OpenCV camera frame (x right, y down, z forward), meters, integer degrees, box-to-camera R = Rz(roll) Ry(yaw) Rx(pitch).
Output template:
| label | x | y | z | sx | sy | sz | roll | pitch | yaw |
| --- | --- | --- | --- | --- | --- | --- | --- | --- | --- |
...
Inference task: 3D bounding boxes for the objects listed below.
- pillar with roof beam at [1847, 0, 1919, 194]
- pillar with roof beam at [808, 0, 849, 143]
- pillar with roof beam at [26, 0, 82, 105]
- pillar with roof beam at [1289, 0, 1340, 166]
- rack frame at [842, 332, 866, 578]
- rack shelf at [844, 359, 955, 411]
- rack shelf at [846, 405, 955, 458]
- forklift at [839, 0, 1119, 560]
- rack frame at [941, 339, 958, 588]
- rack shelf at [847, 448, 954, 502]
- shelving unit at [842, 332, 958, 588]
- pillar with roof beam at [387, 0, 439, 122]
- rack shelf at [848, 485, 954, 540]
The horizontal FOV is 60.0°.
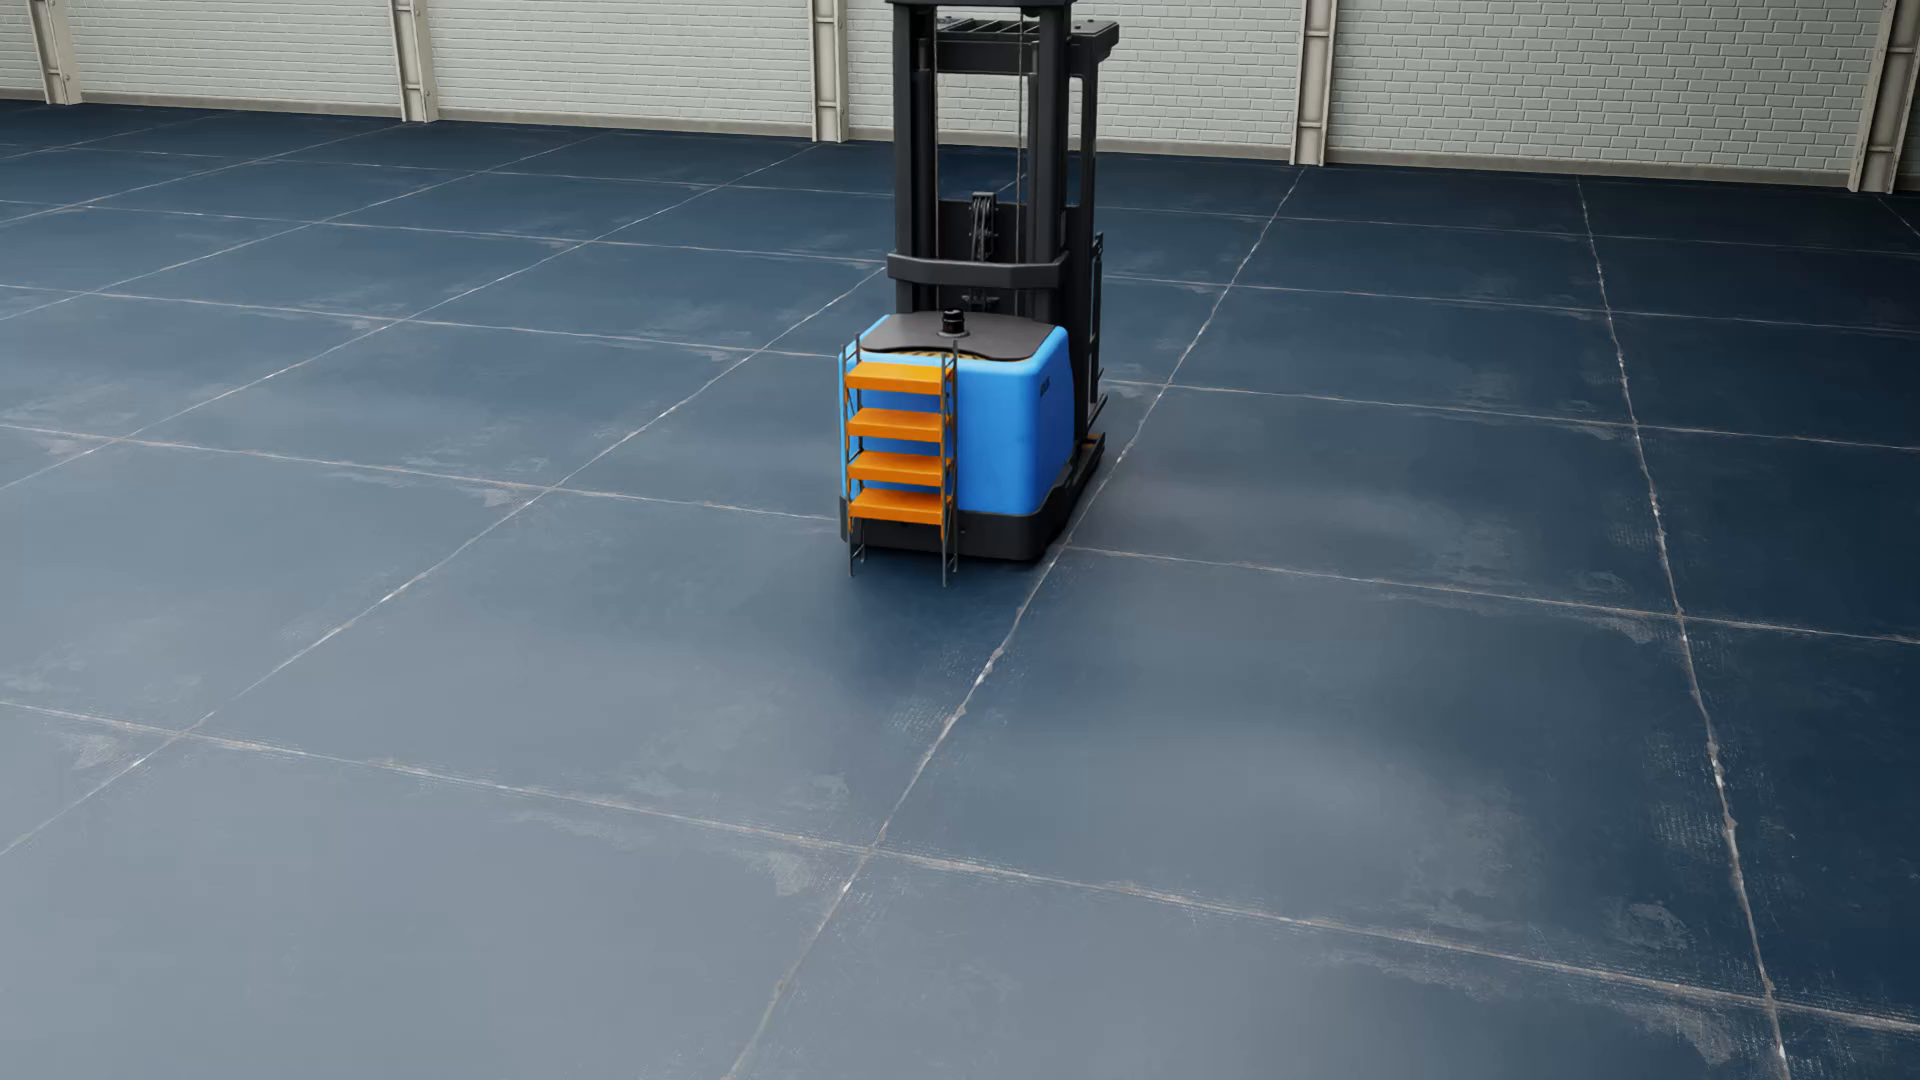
| label | x | y | z | sx | sy | sz | roll | pitch | yaw |
| --- | --- | --- | --- | --- | --- | --- | --- | --- | --- |
| pillar with roof beam | 8.601 | -6.384 | 12.475 | 0.400 | 9.000 | 9.100 | 7 | 23 | 16 |
| pillar with roof beam | -2.888 | -7.699 | 15.682 | 0.400 | 9.000 | 9.100 | 7 | 23 | 16 |
| pillar with roof beam | -14.376 | -9.015 | 18.889 | 0.400 | 9.000 | 9.100 | 7 | 23 | 16 |
| pillar with roof beam | 2.856 | -7.042 | 14.079 | 0.400 | 9.000 | 9.100 | 7 | 23 | 16 |
| rack frame | -0.521 | -0.407 | 8.179 | 0.015 | 1.200 | 0.240 | 6 | 23 | 13 |
| rack shelf | -0.286 | -0.747 | 7.971 | 0.480 | 0.148 | 0.258 | 6 | 23 | 13 |
| rack shelf | -0.285 | -0.528 | 8.062 | 0.480 | 0.148 | 0.258 | 6 | 23 | 13 |
| forklift | 0.244 | -1.785 | 9.259 | 1.130 | 2.935 | 3.031 | 6 | 23 | 13 |
| rack frame | -0.049 | -0.361 | 8.067 | 0.015 | 1.200 | 0.240 | 6 | 23 | 13 |
| rack shelf | -0.285 | -0.322 | 8.149 | 0.480 | 0.148 | 0.258 | 6 | 23 | 13 |
| shelving unit | -0.285 | -0.384 | 8.123 | 0.503 | 1.200 | 0.258 | 6 | 23 | 13 |
| pillar with roof beam | -8.632 | -8.357 | 17.286 | 0.400 | 9.000 | 9.100 | 7 | 23 | 16 |
| rack shelf | -0.285 | -0.139 | 8.225 | 0.480 | 0.148 | 0.258 | 6 | 23 | 13 |
